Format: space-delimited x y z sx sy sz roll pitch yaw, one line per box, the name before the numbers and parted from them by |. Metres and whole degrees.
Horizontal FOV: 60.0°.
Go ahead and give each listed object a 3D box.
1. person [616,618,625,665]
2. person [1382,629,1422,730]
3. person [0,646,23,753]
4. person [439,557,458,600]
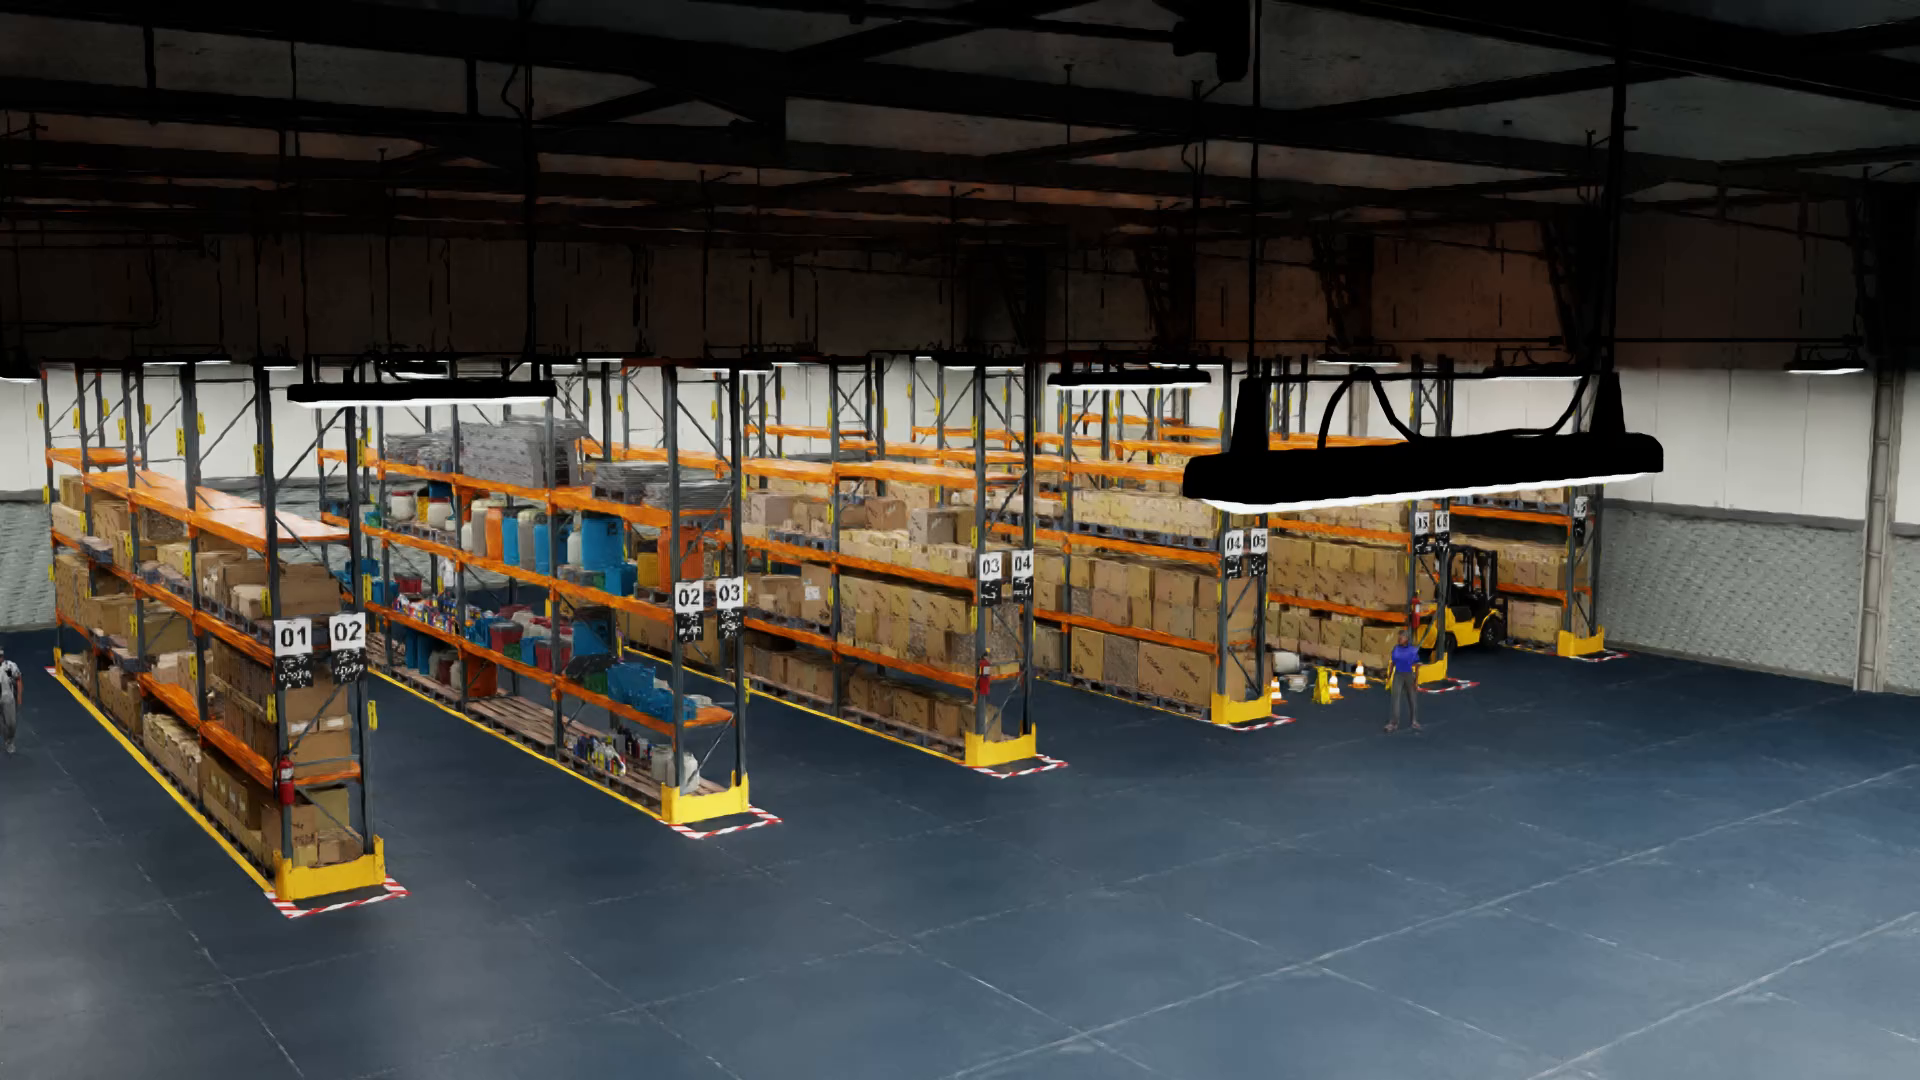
person | -6.024 2.098 28.920 0.417 1.517 1.037 -5 8 -34
person | 7.213 2.264 27.073 0.593 1.643 0.605 5 9 37
person | -14.704 2.438 25.429 0.682 1.715 0.542 -5 9 -38
person | -11.473 0.968 37.521 0.543 1.684 1.105 -5 8 -34
